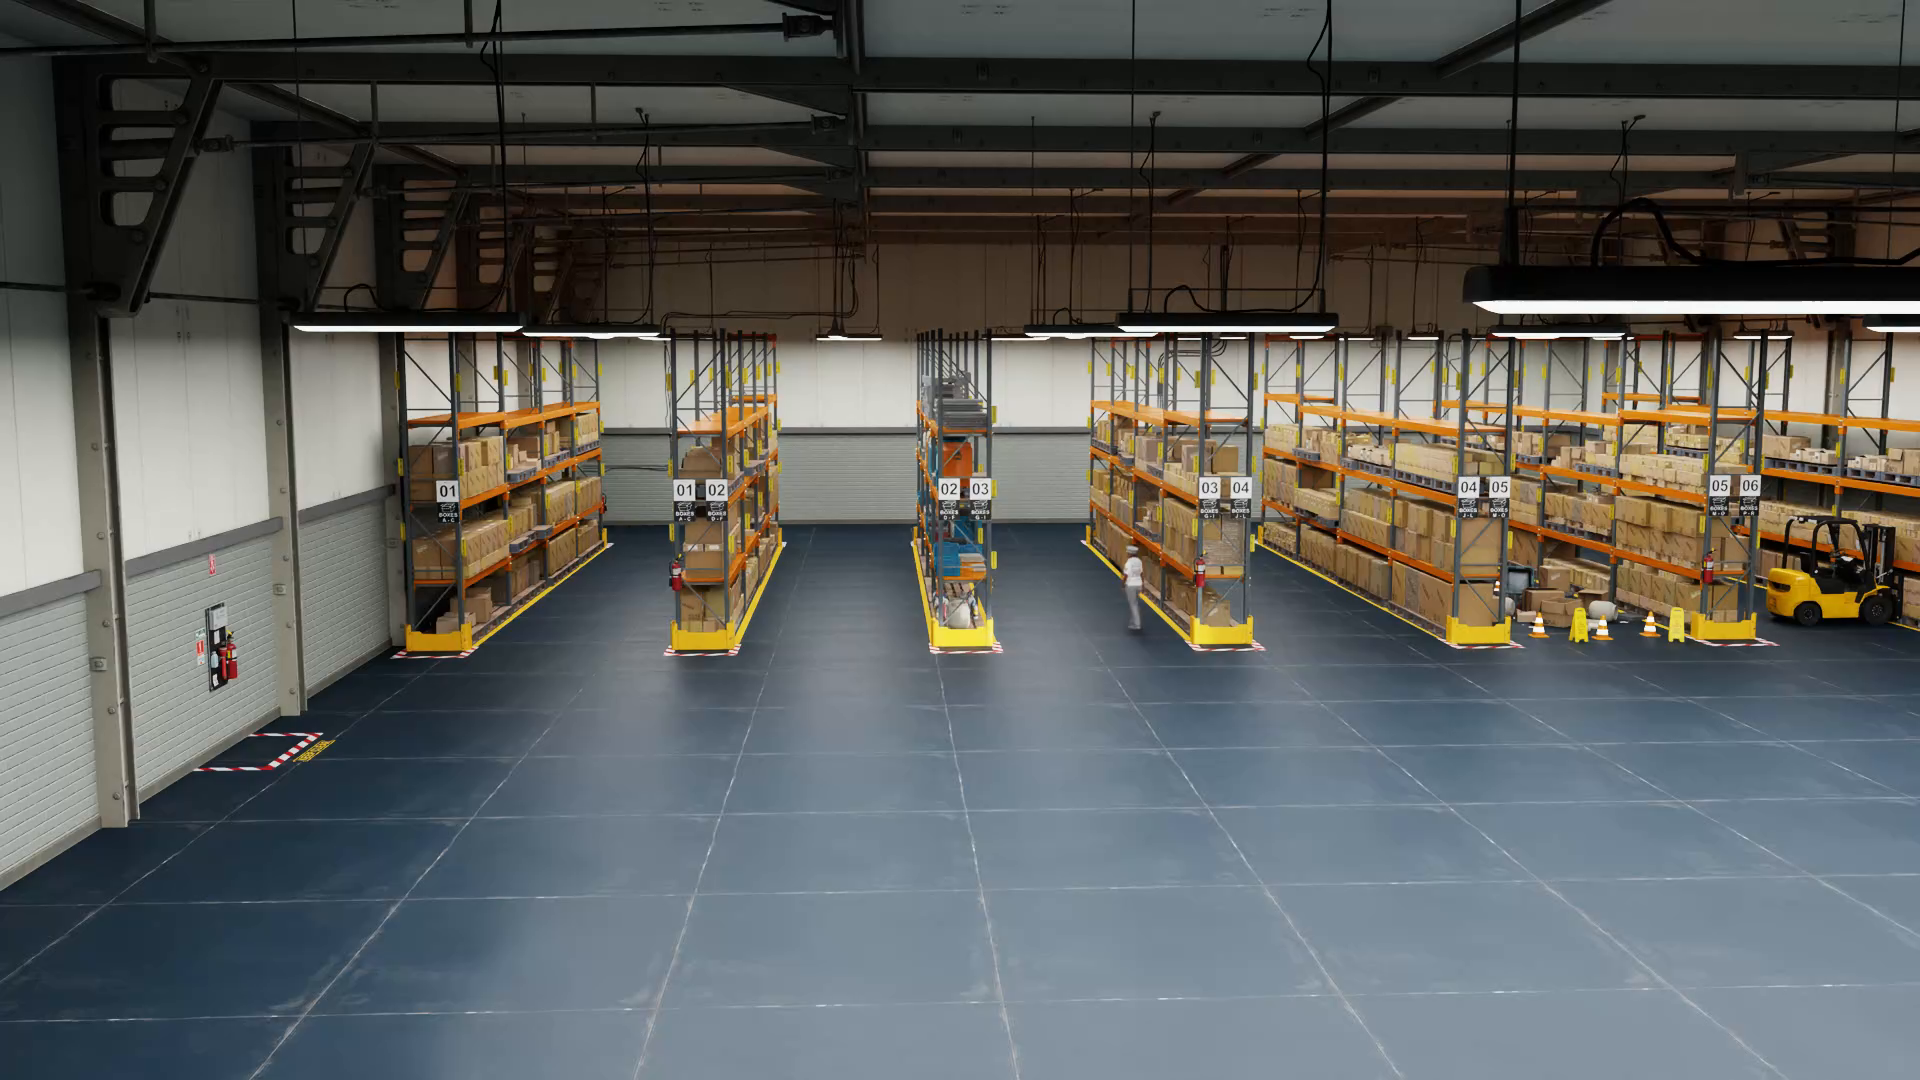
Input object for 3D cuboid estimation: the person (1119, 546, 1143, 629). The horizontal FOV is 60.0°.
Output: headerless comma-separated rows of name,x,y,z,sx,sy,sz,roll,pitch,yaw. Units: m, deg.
person,3.453,0.984,33.443,0.489,1.737,0.594,-5,8,-37
